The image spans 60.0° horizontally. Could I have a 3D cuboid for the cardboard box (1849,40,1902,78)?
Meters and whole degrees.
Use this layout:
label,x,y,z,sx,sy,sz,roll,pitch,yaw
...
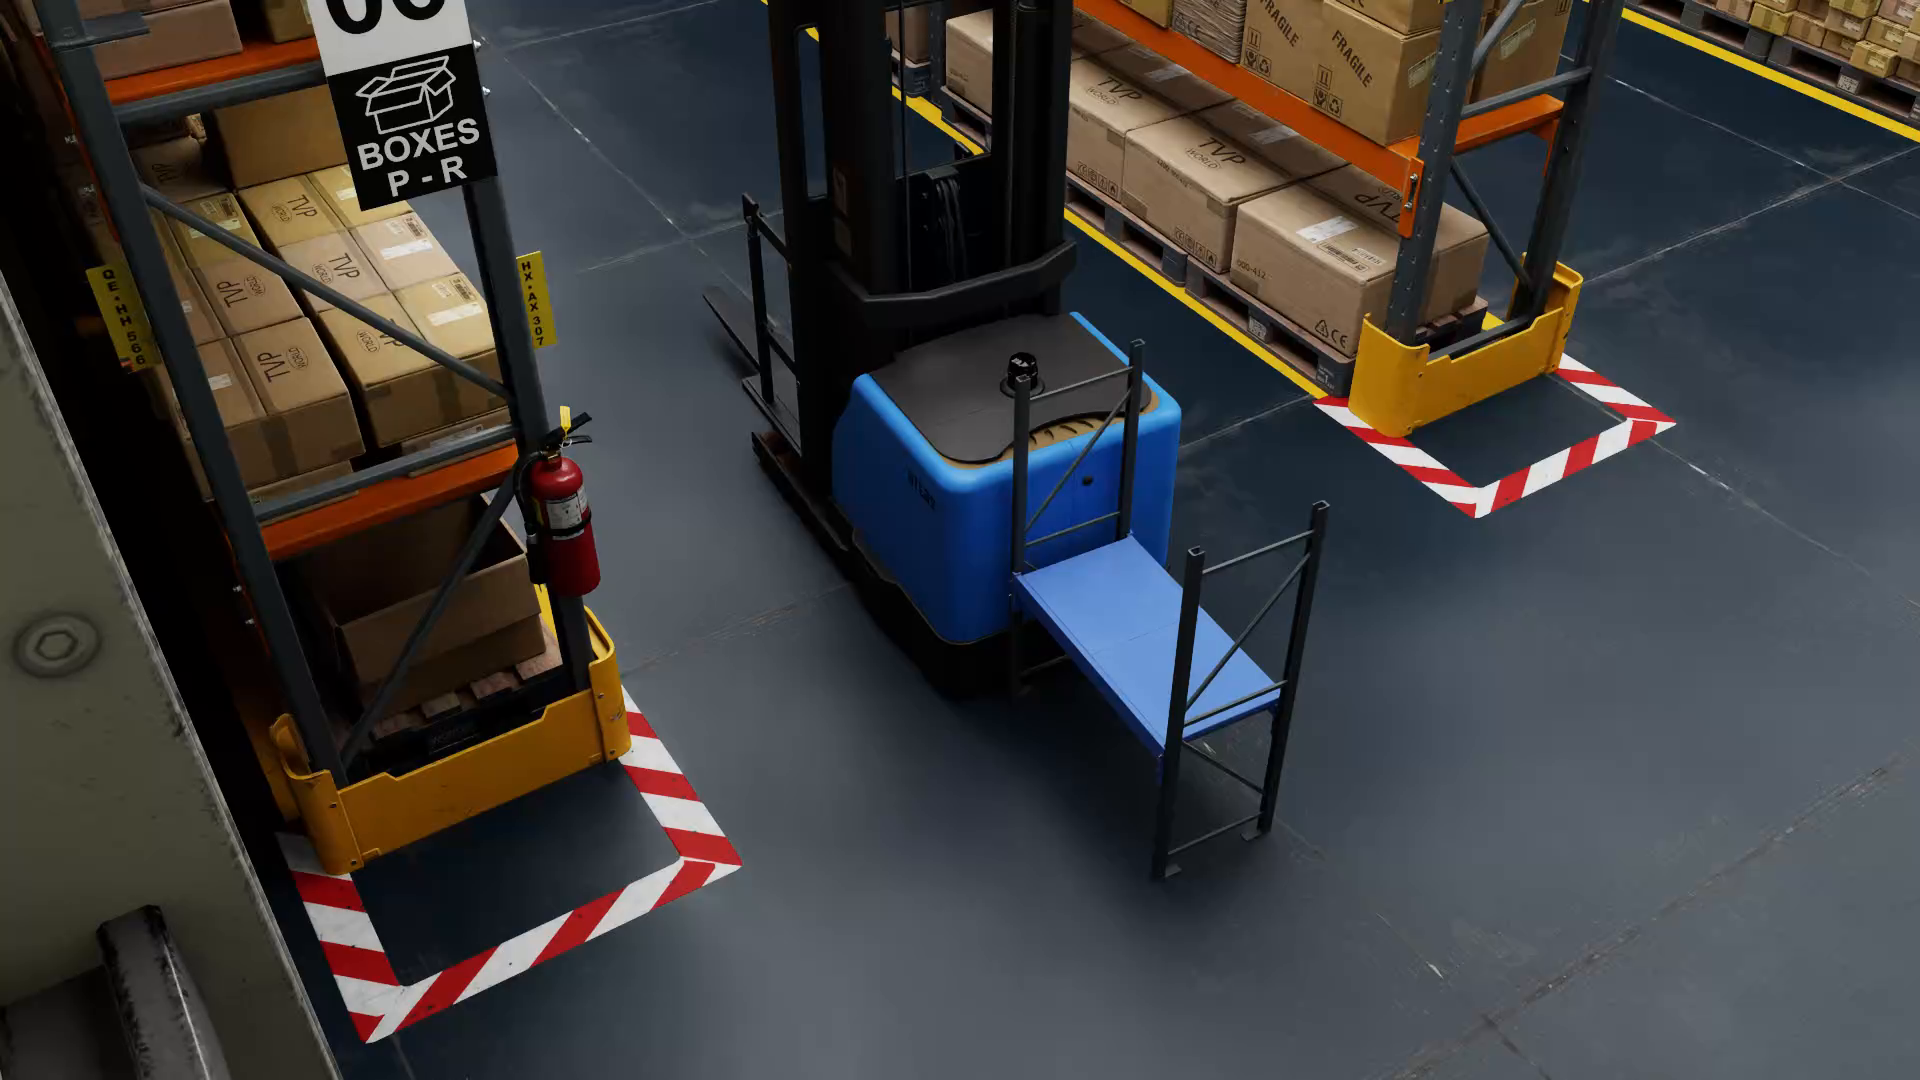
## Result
label,x,y,z,sx,sy,sz,roll,pitch,yaw
cardboard box,5.853,-3.062,10.481,0.380,0.149,0.250,-21,44,-23

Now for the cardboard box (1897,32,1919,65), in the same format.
label,x,y,z,sx,sy,sz,roll,pitch,yaw
cardboard box,6.011,-3.047,10.230,0.380,0.149,0.250,-23,45,-25

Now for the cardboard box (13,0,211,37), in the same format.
label,x,y,z,sx,sy,sz,roll,pitch,yaw
cardboard box,-2.236,-1.566,4.328,0.500,0.250,0.500,-23,45,-25

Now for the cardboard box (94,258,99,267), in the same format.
label,x,y,z,sx,sy,sz,roll,pitch,yaw
cardboard box,-3.043,-1.015,6.321,0.380,0.149,0.250,-22,45,-25

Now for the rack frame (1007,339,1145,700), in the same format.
label,x,y,z,sx,sy,sz,roll,pitch,yaw
rack frame,0.411,-0.034,6.119,0.500,1.500,0.032,-19,43,-21

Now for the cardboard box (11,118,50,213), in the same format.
label,x,y,z,sx,sy,sz,roll,pitch,yaw
cardboard box,-4.691,-2.005,8.938,0.500,0.500,0.500,-24,45,-26

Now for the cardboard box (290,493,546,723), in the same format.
label,x,y,z,sx,sy,sz,roll,pitch,yaw
cardboard box,-2.016,0.224,6.260,0.797,0.503,0.637,-24,45,-26

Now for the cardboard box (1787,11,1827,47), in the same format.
label,x,y,z,sx,sy,sz,roll,pitch,yaw
cardboard box,5.640,-3.363,10.842,0.380,0.149,0.250,-22,44,-24

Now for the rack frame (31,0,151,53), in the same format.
label,x,y,z,sx,sy,sz,roll,pitch,yaw
rack frame,-1.767,-2.516,3.240,1.000,3.000,0.127,-22,45,-24

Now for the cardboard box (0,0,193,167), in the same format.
label,x,y,z,sx,sy,sz,roll,pitch,yaw
cardboard box,-3.341,-1.819,6.389,0.500,0.500,0.500,-23,45,-26

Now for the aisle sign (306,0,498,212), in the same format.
label,x,y,z,sx,sy,sz,roll,pitch,yaw
aisle sign,-1.483,-1.274,4.405,0.394,0.787,0.004,-22,45,-24

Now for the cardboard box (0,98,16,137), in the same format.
label,x,y,z,sx,sy,sz,roll,pitch,yaw
cardboard box,-5.259,-2.575,9.622,0.500,0.500,0.500,-24,45,-26

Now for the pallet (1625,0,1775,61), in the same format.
label,x,y,z,sx,sy,sz,roll,pitch,yaw
pallet,5.436,-3.758,11.595,1.003,0.211,1.213,-22,45,-24

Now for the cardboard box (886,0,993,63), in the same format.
label,x,y,z,sx,sy,sz,roll,pitch,yaw
cardboard box,-0.136,-3.733,10.718,0.875,0.875,0.875,-21,44,-23

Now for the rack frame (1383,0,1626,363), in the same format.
label,x,y,z,sx,sy,sz,roll,pitch,yaw
rack frame,2.416,-1.922,7.213,1.000,3.000,0.127,-22,45,-24

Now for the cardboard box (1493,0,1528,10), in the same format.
label,x,y,z,sx,sy,sz,roll,pitch,yaw
cardboard box,2.398,-2.701,7.289,0.500,0.500,0.500,-23,45,-25

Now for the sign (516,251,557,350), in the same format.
label,x,y,z,sx,sy,sz,roll,pitch,yaw
sign,-1.310,-0.730,5.107,0.100,0.325,0.005,-22,45,-24

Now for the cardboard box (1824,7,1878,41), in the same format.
label,x,y,z,sx,sy,sz,roll,pitch,yaw
cardboard box,5.730,-3.327,10.566,0.380,0.149,0.250,-24,45,-26

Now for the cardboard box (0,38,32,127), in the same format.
label,x,y,z,sx,sy,sz,roll,pitch,yaw
cardboard box,-3.879,-2.066,7.271,0.500,0.250,0.500,-23,45,-25

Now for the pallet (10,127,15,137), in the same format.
label,x,y,z,sx,sy,sz,roll,pitch,yaw
pallet,-5.699,-3.042,10.735,1.003,0.211,1.213,-22,45,-24

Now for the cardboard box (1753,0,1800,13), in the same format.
label,x,y,z,sx,sy,sz,roll,pitch,yaw
cardboard box,5.441,-3.602,10.896,0.380,0.149,0.250,-22,44,-24

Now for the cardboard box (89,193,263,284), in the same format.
label,x,y,z,sx,sy,sz,roll,pitch,yaw
cardboard box,-2.777,-0.972,5.958,0.500,0.250,0.500,-21,44,-23

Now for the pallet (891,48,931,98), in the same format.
label,x,y,z,sx,sy,sz,roll,pitch,yaw
pallet,-0.213,-3.400,11.165,1.003,0.211,1.213,-22,45,-24

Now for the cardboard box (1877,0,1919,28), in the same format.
label,x,y,z,sx,sy,sz,roll,pitch,yaw
cardboard box,5.950,-3.329,10.336,0.380,0.149,0.250,-21,44,-24

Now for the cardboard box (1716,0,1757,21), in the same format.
label,x,y,z,sx,sy,sz,roll,pitch,yaw
cardboard box,5.320,-3.634,11.167,0.380,0.149,0.250,-21,44,-24

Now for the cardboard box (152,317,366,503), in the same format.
label,x,y,z,sx,sy,sz,roll,pitch,yaw
cardboard box,-2.238,-0.425,5.301,0.500,0.250,0.500,-21,44,-23

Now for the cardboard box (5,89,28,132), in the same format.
label,x,y,z,sx,sy,sz,roll,pitch,yaw
cardboard box,-4.803,-2.317,8.805,0.380,0.149,0.250,-24,46,-26

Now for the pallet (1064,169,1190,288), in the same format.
label,x,y,z,sx,sy,sz,roll,pitch,yaw
pallet,1.268,-1.913,9.381,1.003,0.211,1.213,-22,45,-24

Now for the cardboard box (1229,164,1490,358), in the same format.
label,x,y,z,sx,sy,sz,roll,pitch,yaw
cardboard box,1.977,-1.420,8.285,0.875,0.438,0.875,-24,45,-26

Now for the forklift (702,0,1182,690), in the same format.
label,x,y,z,sx,sy,sz,roll,pitch,yaw
forklift,-0.297,-1.479,6.735,1.130,2.935,3.031,-19,43,-21

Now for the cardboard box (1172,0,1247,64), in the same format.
label,x,y,z,sx,sy,sz,roll,pitch,yaw
cardboard box,1.392,-2.680,8.044,0.500,0.500,0.500,-21,44,-23

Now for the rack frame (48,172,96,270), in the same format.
label,x,y,z,sx,sy,sz,roll,pitch,yaw
rack frame,-3.918,-2.370,7.751,1.000,3.000,0.127,-22,45,-24

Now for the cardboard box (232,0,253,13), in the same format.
label,x,y,z,sx,sy,sz,roll,pitch,yaw
cardboard box,-1.905,-1.651,4.742,0.380,0.149,0.250,-21,44,-24

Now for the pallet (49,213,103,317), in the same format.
label,x,y,z,sx,sy,sz,roll,pitch,yaw
pallet,-4.387,-1.725,9.155,1.003,0.211,1.213,-22,45,-24

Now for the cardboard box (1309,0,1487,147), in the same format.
label,x,y,z,sx,sy,sz,roll,pitch,yaw
cardboard box,1.934,-2.129,7.384,0.500,0.500,0.500,-22,45,-24

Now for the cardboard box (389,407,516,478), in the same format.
label,x,y,z,sx,sy,sz,roll,pitch,yaw
cardboard box,-1.712,-0.386,5.567,0.380,0.149,0.250,-23,45,-25

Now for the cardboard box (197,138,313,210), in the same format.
label,x,y,z,sx,sy,sz,roll,pitch,yaw
cardboard box,-2.623,-1.418,6.494,0.500,0.250,0.500,-23,45,-25

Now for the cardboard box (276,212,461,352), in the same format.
label,x,y,z,sx,sy,sz,roll,pitch,yaw
cardboard box,-2.055,-0.877,5.844,0.500,0.250,0.500,-22,44,-24

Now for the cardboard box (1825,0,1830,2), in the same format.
label,x,y,z,sx,sy,sz,roll,pitch,yaw
cardboard box,5.618,-3.586,10.645,0.380,0.149,0.250,-24,45,-26

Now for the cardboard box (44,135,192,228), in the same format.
label,x,y,z,sx,sy,sz,roll,pitch,yaw
cardboard box,-3.328,-1.519,6.614,0.500,0.250,0.500,-21,44,-23

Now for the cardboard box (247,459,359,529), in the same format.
label,x,y,z,sx,sy,sz,roll,pitch,yaw
cardboard box,-2.171,-0.201,5.344,0.380,0.149,0.250,-23,45,-25

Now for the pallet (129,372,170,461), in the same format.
label,x,y,z,sx,sy,sz,roll,pitch,yaw
pallet,-3.549,-0.928,8.198,1.003,0.211,1.213,-22,45,-24

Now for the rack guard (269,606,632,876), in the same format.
label,x,y,z,sx,sy,sz,roll,pitch,yaw
rack guard,-1.808,0.708,6.009,1.175,0.500,0.348,-22,45,-24

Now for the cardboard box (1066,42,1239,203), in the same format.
label,x,y,z,sx,sy,sz,roll,pitch,yaw
cardboard box,0.994,-2.399,9.459,0.875,0.438,0.875,-24,45,-26

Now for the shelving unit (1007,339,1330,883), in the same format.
label,x,y,z,sx,sy,sz,roll,pitch,yaw
shelving unit,0.652,0.252,5.775,0.538,1.500,1.048,-19,43,-21

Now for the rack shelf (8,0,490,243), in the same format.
label,x,y,z,sx,sy,sz,roll,pitch,yaw
rack shelf,-2.842,-2.166,5.726,1.077,0.370,4.000,-22,45,-24

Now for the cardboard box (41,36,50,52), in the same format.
label,x,y,z,sx,sy,sz,roll,pitch,yaw
cardboard box,-2.328,-1.481,4.538,0.380,0.149,0.250,-21,44,-24

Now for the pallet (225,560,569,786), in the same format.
label,x,y,z,sx,sy,sz,roll,pitch,yaw
pallet,-2.237,0.389,6.618,1.003,0.211,1.213,-22,45,-24

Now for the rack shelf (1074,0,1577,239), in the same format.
label,x,y,z,sx,sy,sz,roll,pitch,yaw
rack shelf,1.341,-2.725,8.739,1.077,0.370,4.000,-22,45,-24
